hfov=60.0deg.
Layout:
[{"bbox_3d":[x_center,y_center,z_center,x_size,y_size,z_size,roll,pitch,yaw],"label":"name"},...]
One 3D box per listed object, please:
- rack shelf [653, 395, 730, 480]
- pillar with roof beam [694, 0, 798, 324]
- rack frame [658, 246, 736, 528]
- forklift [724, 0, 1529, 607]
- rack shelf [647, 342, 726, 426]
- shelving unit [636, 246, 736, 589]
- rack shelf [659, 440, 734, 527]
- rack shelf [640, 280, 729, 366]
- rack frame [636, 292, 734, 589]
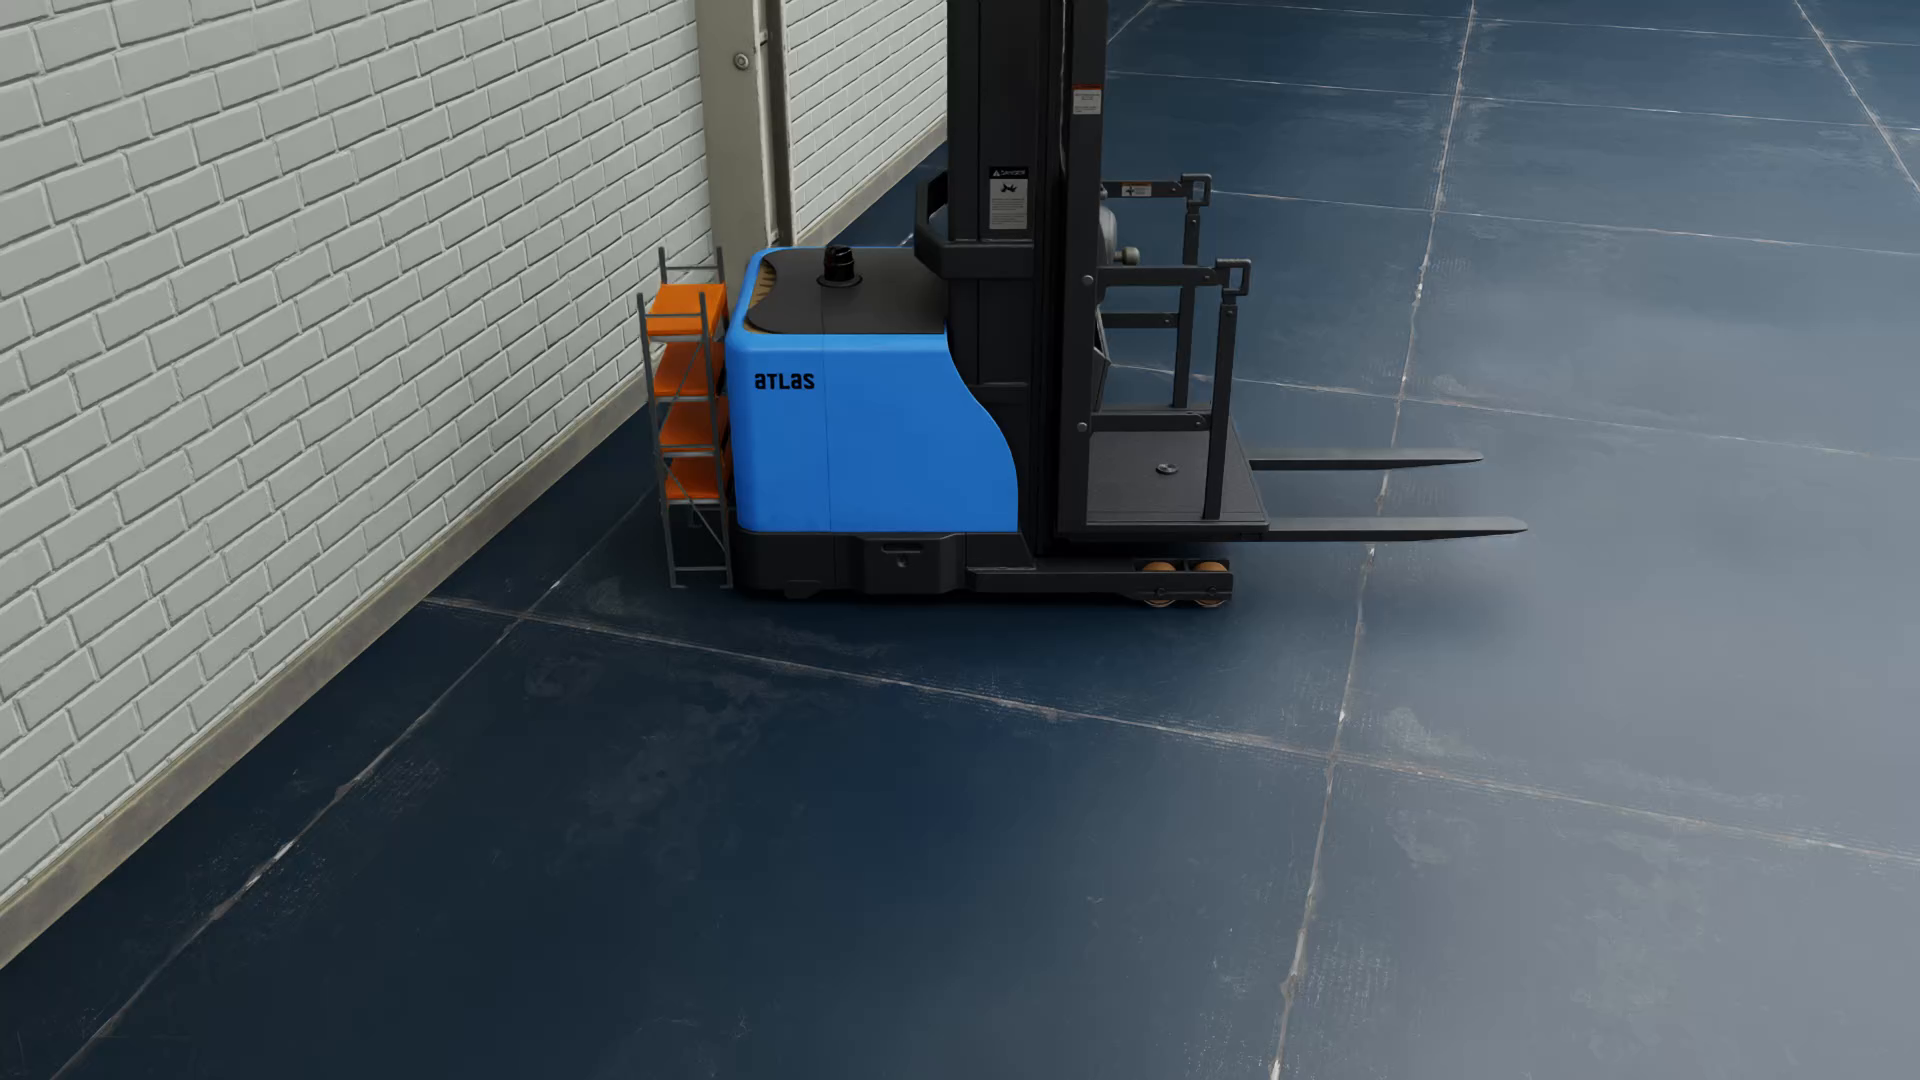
[{"bbox_3d":[-1.004,-0.402,6.373,0.258,0.148,0.480,-1,29,0],"label":"rack shelf"},{"bbox_3d":[3.057,-4.468,5.525,9.100,9.000,0.400,8,30,15],"label":"pillar with roof beam"},{"bbox_3d":[-1.007,-0.580,6.553,0.240,1.200,0.015,-1,29,0],"label":"rack frame"},{"bbox_3d":[0.664,-1.288,6.051,3.031,2.935,1.130,0,29,0],"label":"forklift"},{"bbox_3d":[-1.008,-0.598,6.264,0.258,0.148,0.480,-1,29,0],"label":"rack shelf"},{"bbox_3d":[-1.006,-0.461,6.340,0.258,1.200,0.503,-1,29,0],"label":"shelving unit"},{"bbox_3d":[-1.001,-0.229,6.469,0.258,0.148,0.480,-1,29,0],"label":"rack shelf"},{"bbox_3d":[-1.012,-0.805,6.149,0.258,0.148,0.480,-1,29,0],"label":"rack shelf"},{"bbox_3d":[-1.005,-0.343,6.127,0.240,1.200,0.015,-1,29,0],"label":"rack frame"}]
